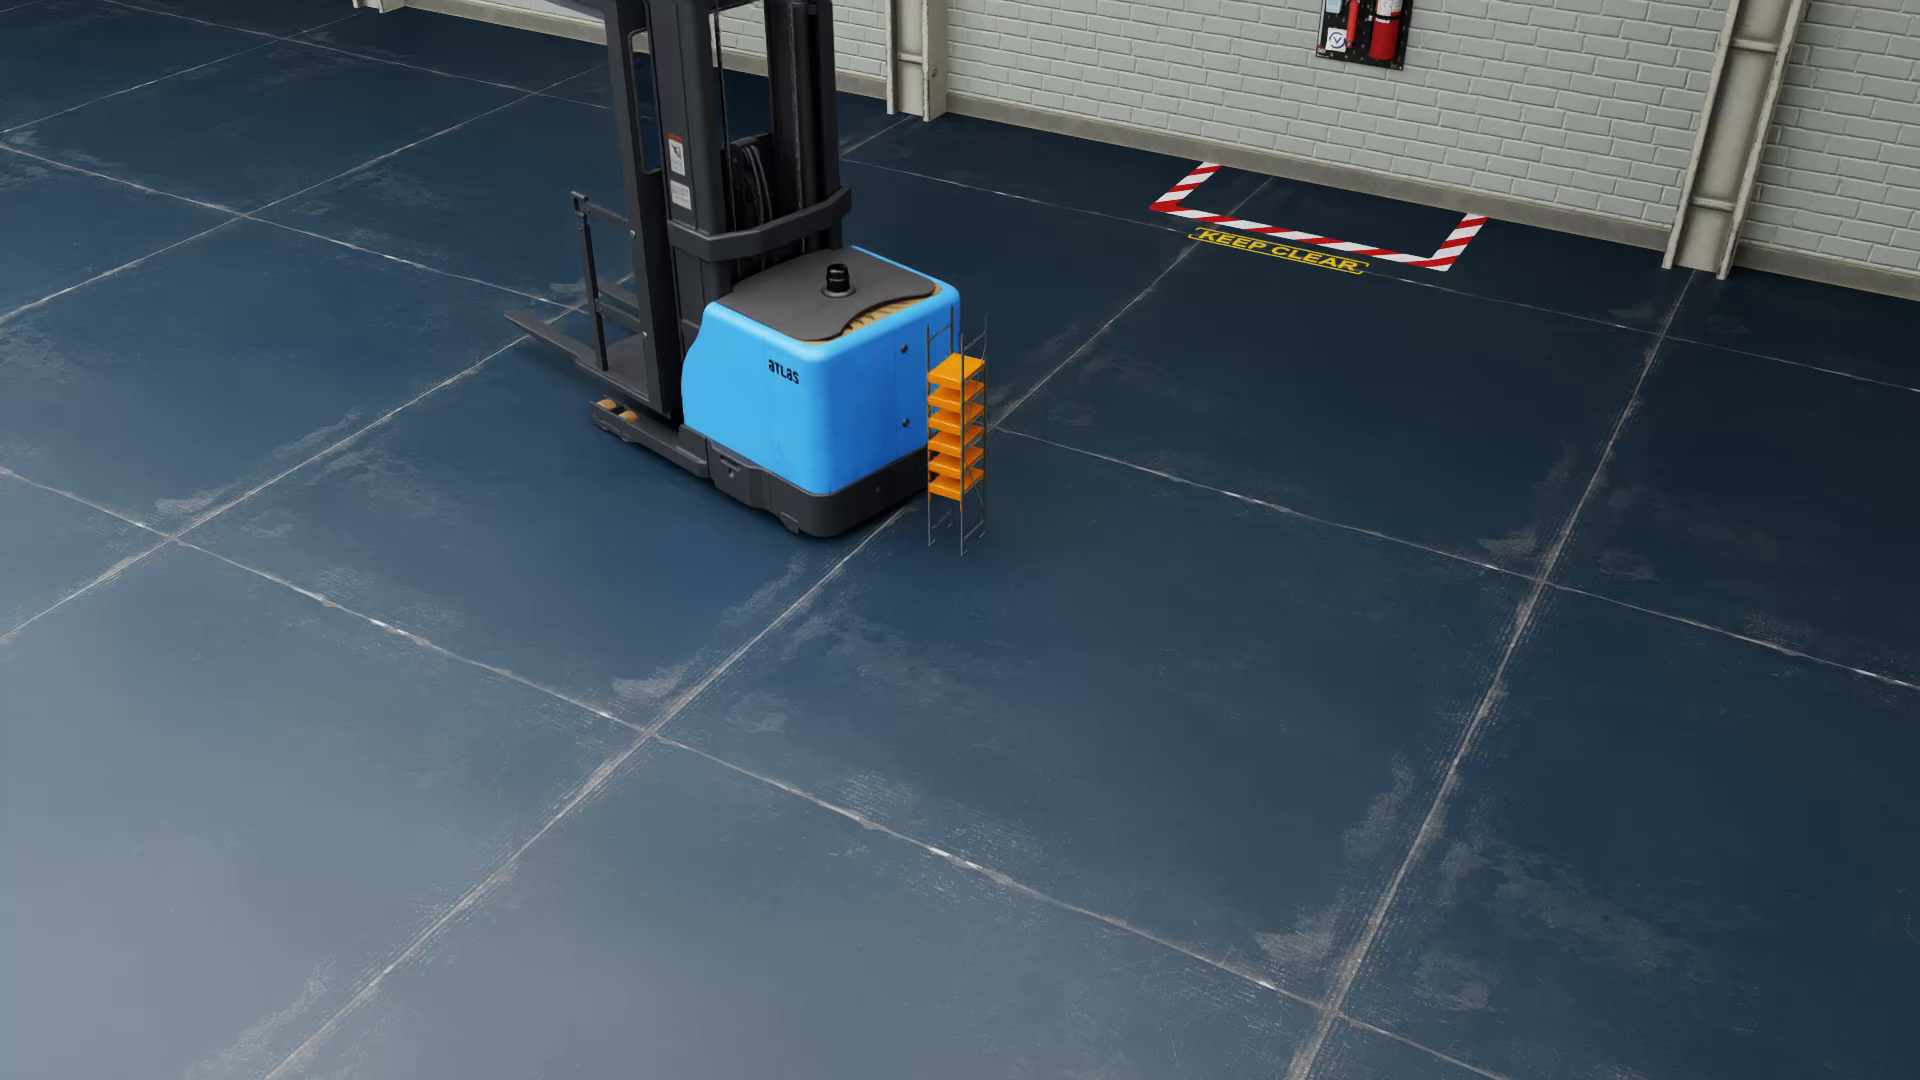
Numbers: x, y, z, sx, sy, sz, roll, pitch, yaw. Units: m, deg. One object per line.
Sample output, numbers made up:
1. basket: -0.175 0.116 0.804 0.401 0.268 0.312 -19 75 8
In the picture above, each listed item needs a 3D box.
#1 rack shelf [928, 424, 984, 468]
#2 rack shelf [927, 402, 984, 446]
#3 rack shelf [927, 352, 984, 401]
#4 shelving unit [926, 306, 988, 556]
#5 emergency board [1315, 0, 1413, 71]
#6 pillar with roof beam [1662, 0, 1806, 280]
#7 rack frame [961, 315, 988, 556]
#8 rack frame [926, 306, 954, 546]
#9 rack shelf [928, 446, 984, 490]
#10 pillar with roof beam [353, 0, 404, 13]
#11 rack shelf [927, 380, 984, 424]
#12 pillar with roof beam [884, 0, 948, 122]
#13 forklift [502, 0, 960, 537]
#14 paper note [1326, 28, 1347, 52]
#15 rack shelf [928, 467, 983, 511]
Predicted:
1. rack shelf: -0.013 -0.466 7.948 0.180 0.103 0.258 18 37 24
2. rack shelf: -0.013 -0.566 7.882 0.180 0.103 0.258 18 37 24
3. rack shelf: -0.013 -0.766 7.748 0.180 0.103 0.258 18 37 24
4. shelving unit: -0.013 -0.503 7.923 0.189 1.200 0.258 18 37 24
5. emergency board: 2.739 -3.761 11.191 0.643 1.169 0.194 18 37 24
6. pillar with roof beam: 2.730 -3.488 5.369 0.400 9.000 9.100 18 37 24
7. rack frame: 0.067 -0.478 7.886 0.006 1.200 0.240 18 37 24
8. rack frame: -0.092 -0.529 7.961 0.006 1.200 0.240 18 37 24
9. rack shelf: -0.013 -0.367 8.015 0.180 0.103 0.258 18 37 24
10. pillar with roof beam: -7.689 -6.788 10.325 0.400 9.000 9.100 18 37 24
11. rack shelf: -0.013 -0.666 7.815 0.180 0.103 0.258 18 37 24
12. pillar with roof beam: -2.479 -5.138 7.847 0.400 9.000 9.100 18 37 24
13. forklift: -1.396 -1.939 8.517 3.031 2.935 1.130 28 43 35
14. paper note: 2.620 -3.476 11.558 0.142 0.148 0.016 18 37 24
15. rack shelf: -0.013 -0.267 8.081 0.180 0.103 0.258 18 37 24
